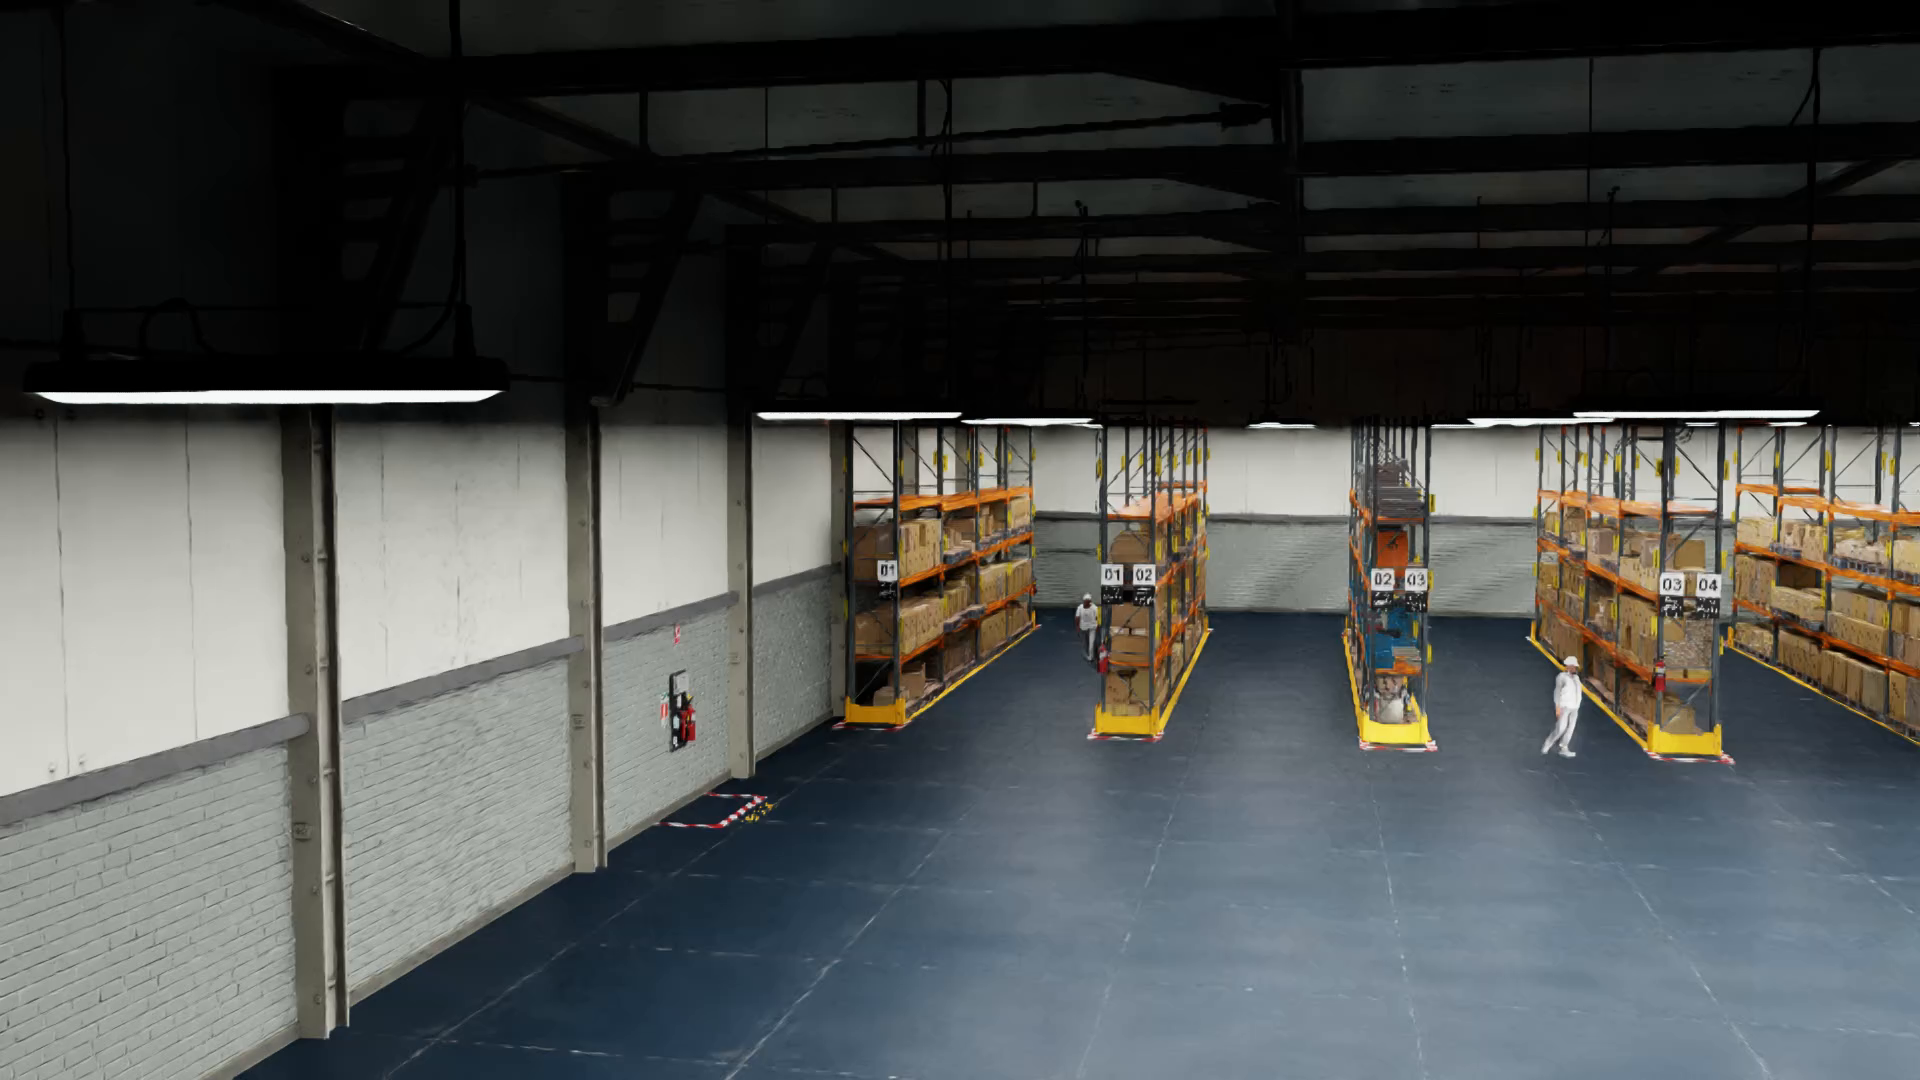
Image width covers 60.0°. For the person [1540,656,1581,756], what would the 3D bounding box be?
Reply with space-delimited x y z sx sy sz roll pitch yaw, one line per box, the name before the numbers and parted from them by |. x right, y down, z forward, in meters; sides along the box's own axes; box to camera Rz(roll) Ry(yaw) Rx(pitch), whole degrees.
person | 10.526 2.899 29.069 0.693 1.762 0.514 -2 4 -28

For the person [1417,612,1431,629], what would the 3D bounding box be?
person | 13.015 1.680 47.491 0.772 1.743 0.588 -3 5 -38

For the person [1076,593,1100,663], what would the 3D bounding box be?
person | 3.123 2.142 40.937 0.573 1.691 1.121 1 4 14
